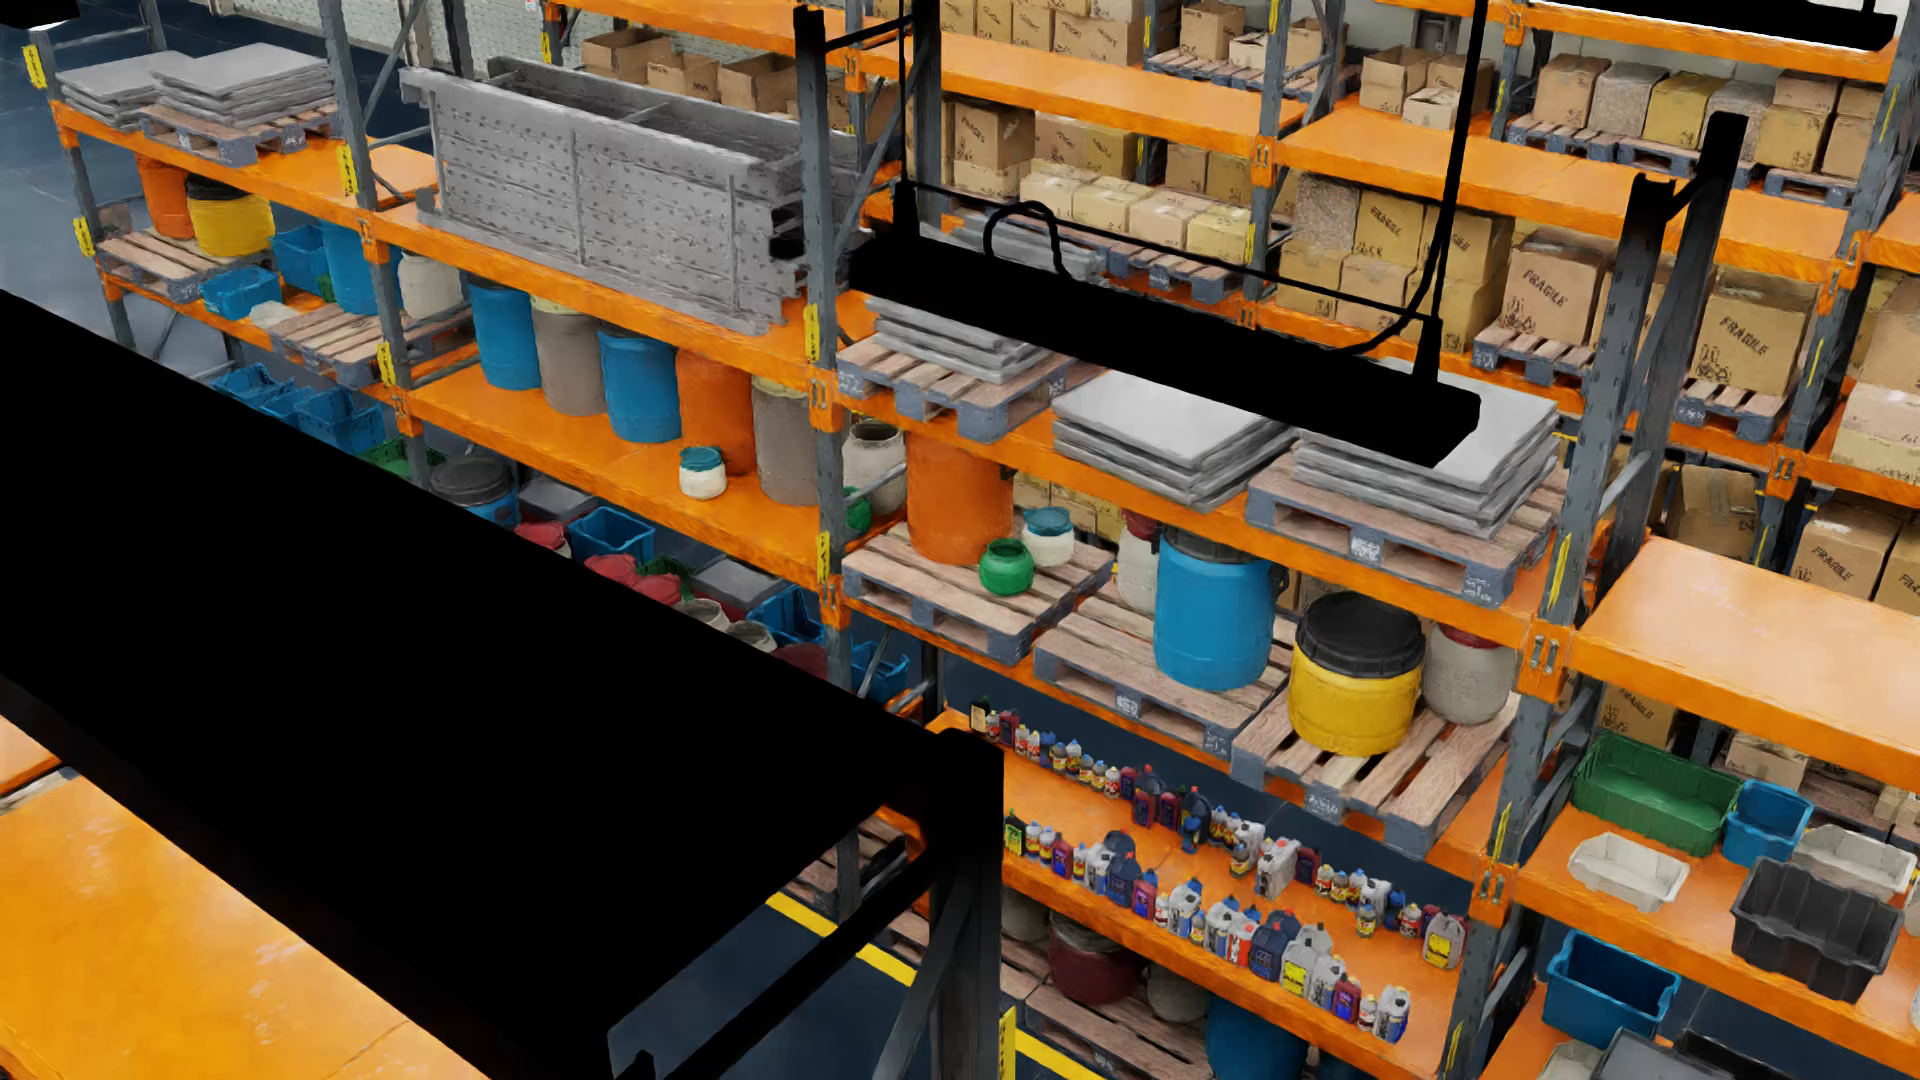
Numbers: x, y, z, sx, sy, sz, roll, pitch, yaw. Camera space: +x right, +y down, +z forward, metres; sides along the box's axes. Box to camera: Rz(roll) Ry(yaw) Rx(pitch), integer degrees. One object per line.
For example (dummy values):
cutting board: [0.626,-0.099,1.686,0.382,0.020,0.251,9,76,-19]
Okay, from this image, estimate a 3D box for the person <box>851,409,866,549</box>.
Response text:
person: [-0.963,-0.483,14.376,0.609,1.763,0.457,5,32,9]
